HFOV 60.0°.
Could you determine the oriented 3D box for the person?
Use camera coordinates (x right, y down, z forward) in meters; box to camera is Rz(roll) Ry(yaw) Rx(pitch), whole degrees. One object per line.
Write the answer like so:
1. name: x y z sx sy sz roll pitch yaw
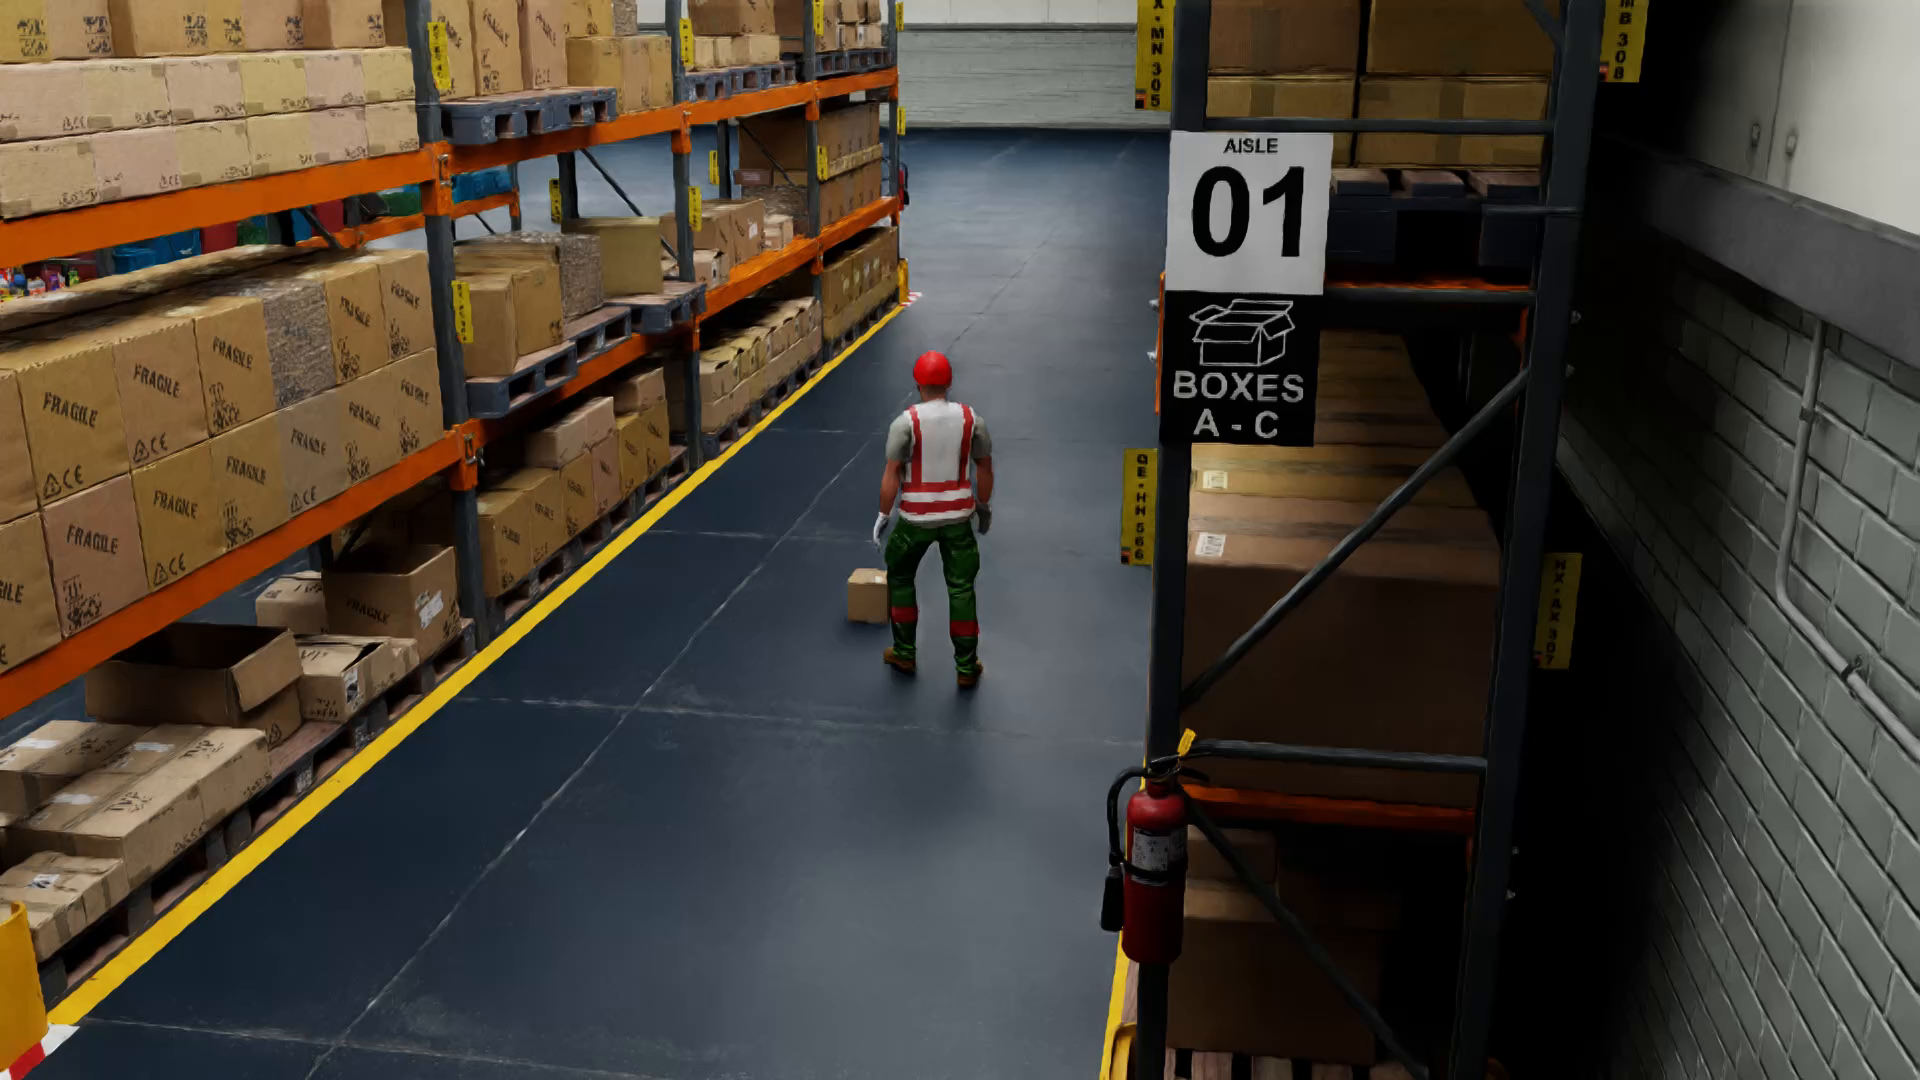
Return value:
1. person: -0.145 -0.128 8.891 0.691 1.776 0.549 -4 18 -13
